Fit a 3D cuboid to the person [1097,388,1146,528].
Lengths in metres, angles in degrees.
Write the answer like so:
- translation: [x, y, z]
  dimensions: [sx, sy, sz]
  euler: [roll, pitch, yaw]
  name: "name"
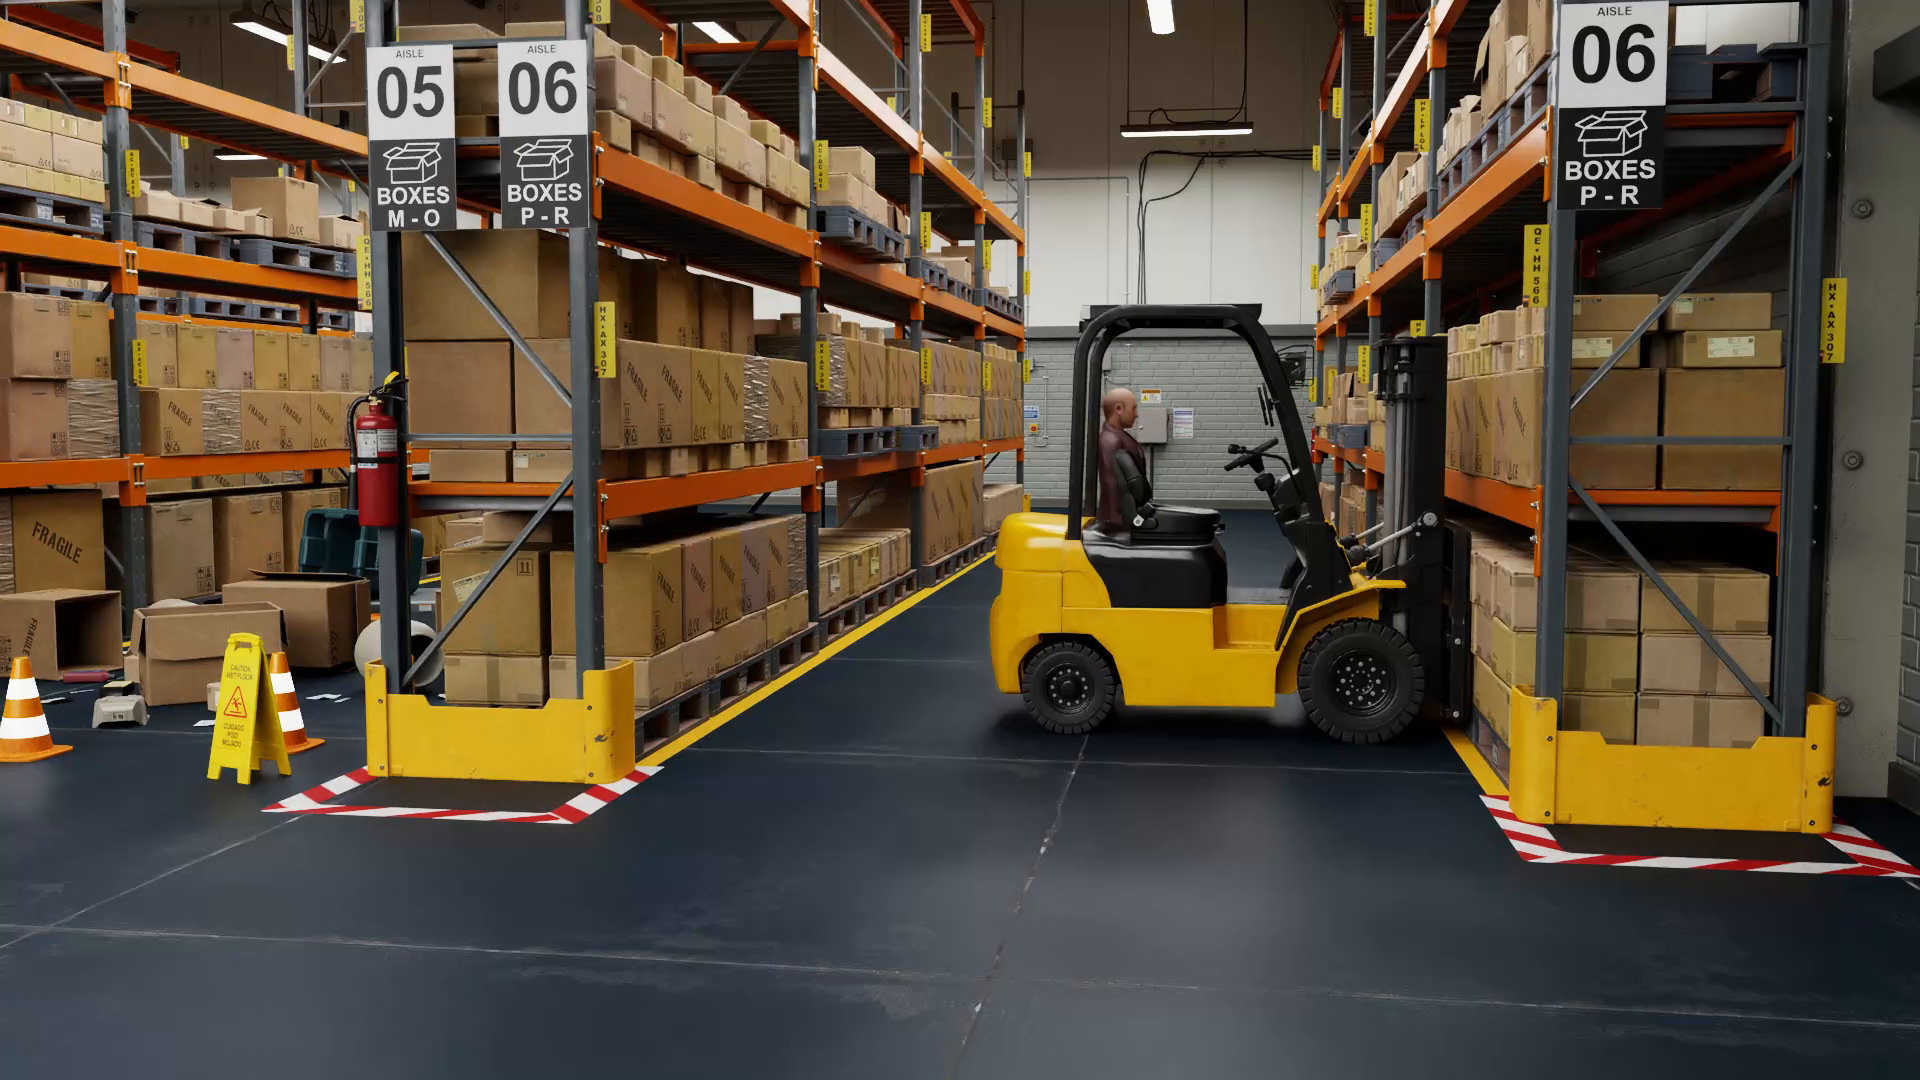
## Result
- translation: [1.023, -0.061, 10.414]
  dimensions: [0.378, 1.775, 0.562]
  euler: [1, 4, 10]
  name: "person"
